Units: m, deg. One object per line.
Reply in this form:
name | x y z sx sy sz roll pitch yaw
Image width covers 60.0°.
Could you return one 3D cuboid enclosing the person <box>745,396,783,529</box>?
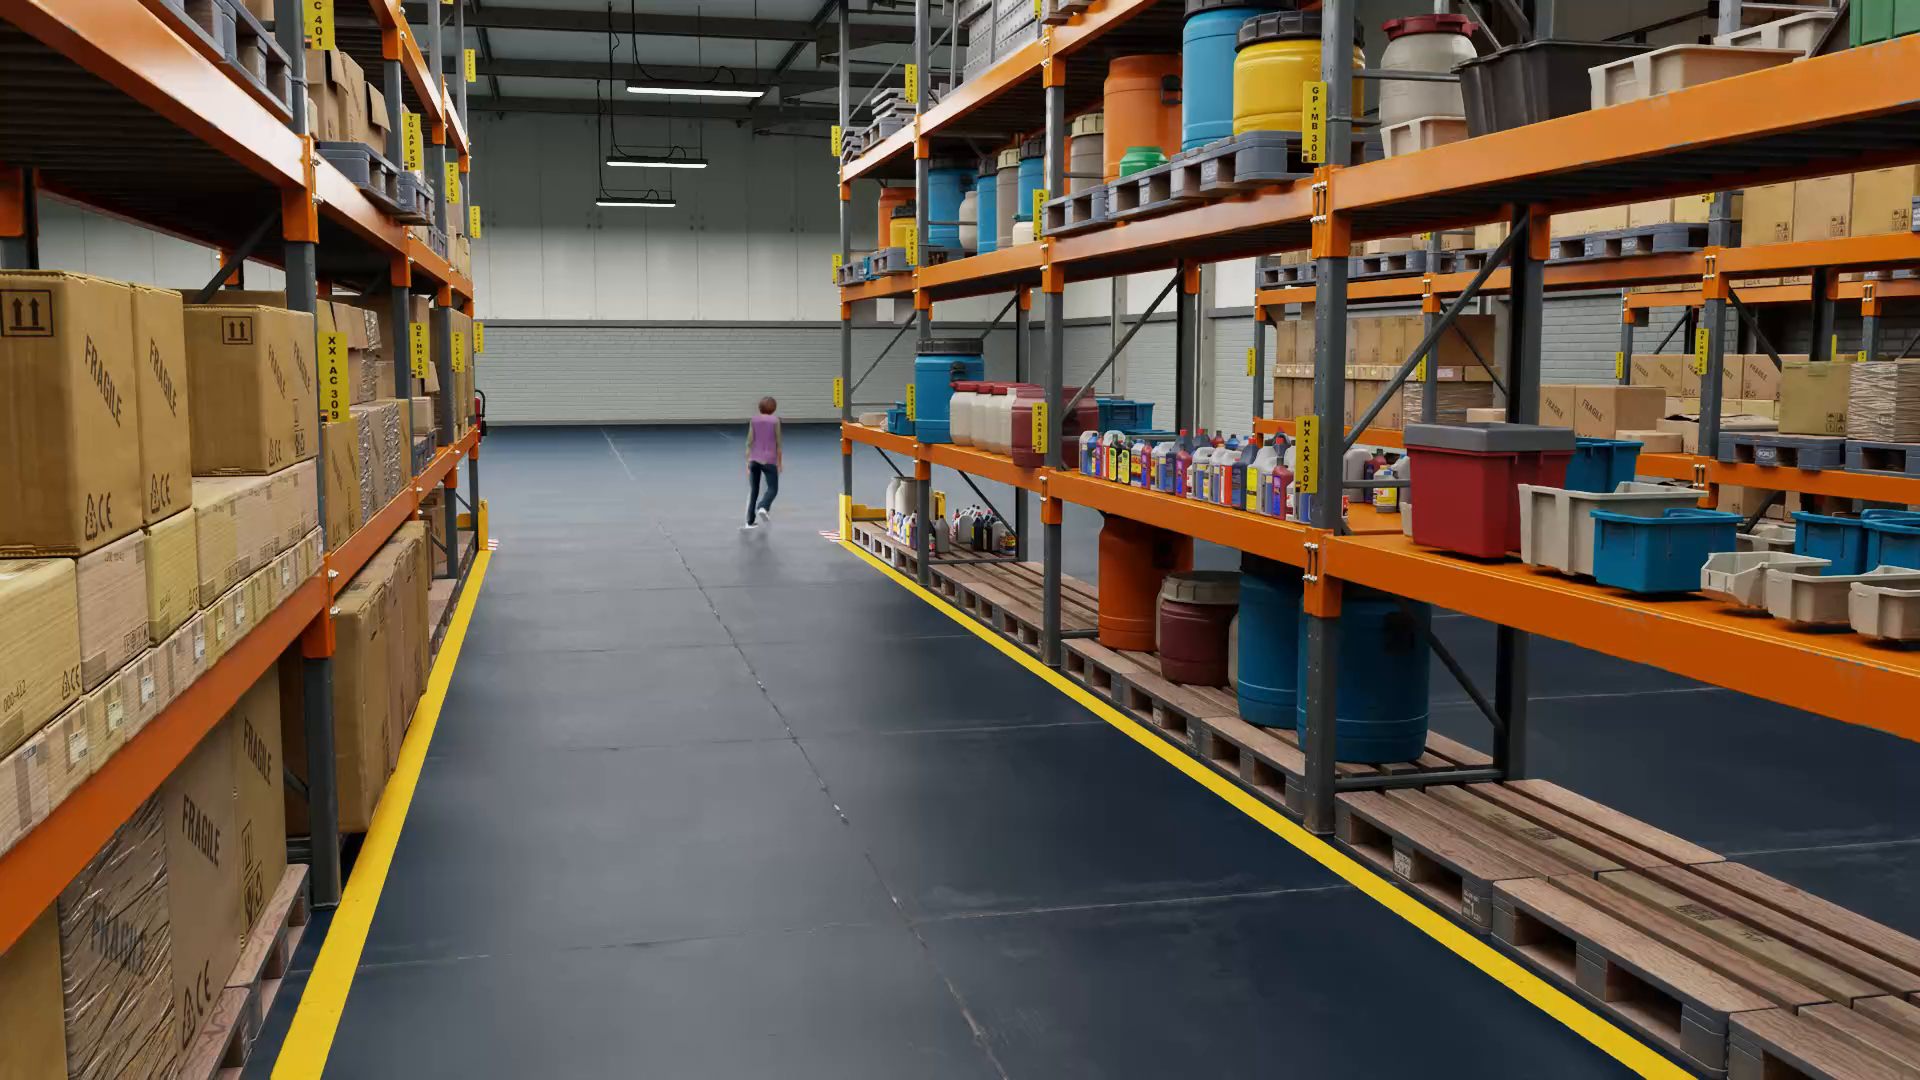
person | -2.327 -0.889 19.391 0.463 1.565 0.693 1 6 11
